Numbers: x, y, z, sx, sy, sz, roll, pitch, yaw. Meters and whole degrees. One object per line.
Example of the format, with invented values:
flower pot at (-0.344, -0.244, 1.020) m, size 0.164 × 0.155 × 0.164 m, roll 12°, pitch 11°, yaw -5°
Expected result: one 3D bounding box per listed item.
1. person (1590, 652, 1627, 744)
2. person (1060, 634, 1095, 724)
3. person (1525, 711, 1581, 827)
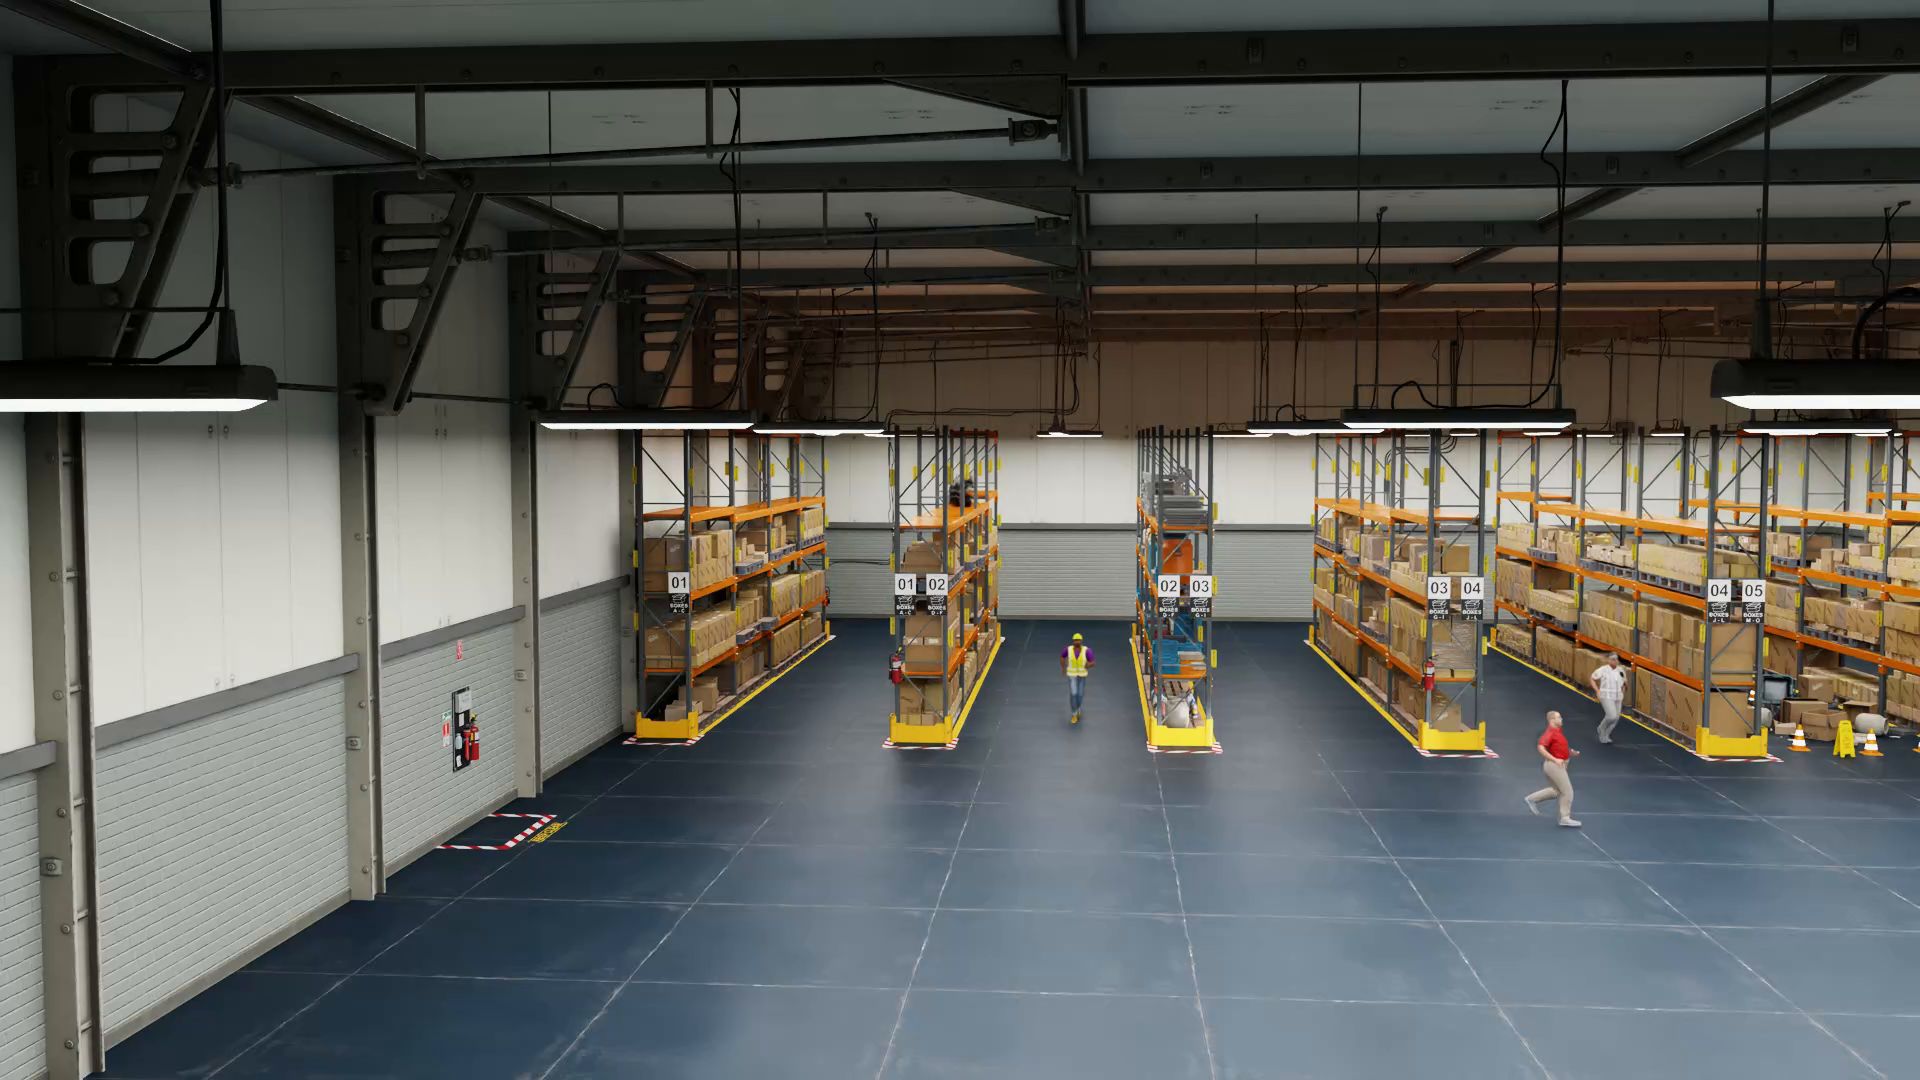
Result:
person at (12.252, 2.963, 31.225) m, size 0.636 × 1.741 × 0.622 m, roll -1°, pitch 4°, yaw -12°
person at (2.407, 2.807, 33.931) m, size 0.680 × 1.822 × 0.788 m, roll 0°, pitch 3°, yaw -4°
person at (8.831, 3.386, 24.756) m, size 0.830 × 1.688 × 0.675 m, roll 2°, pitch 4°, yaw 27°
